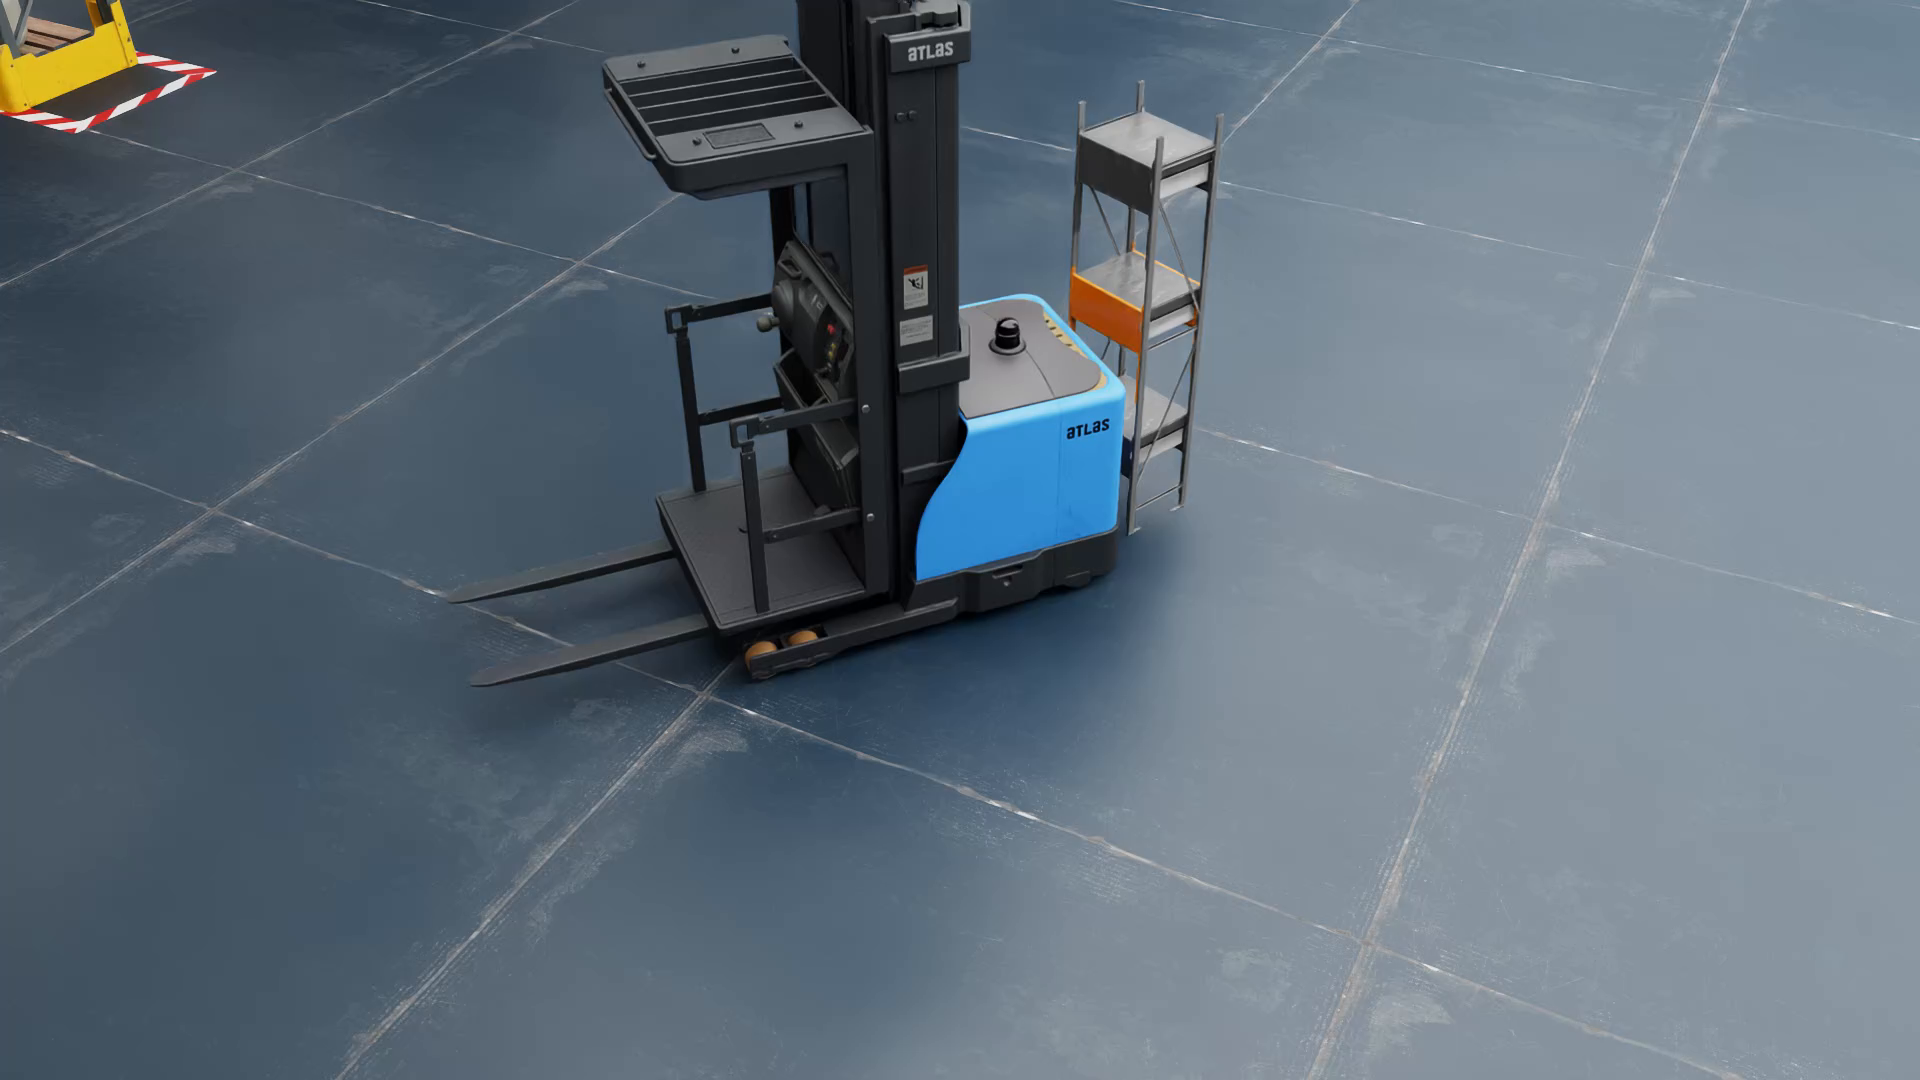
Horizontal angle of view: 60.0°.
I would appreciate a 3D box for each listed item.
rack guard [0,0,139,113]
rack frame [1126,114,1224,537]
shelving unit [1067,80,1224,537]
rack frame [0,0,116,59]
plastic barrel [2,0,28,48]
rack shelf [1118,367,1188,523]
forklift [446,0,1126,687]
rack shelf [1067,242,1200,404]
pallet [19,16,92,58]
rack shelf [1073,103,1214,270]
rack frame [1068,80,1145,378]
[{"bbox_3d":[-6.950,-3.747,12.773,0.348,0.500,1.175,17,41,21],"label":"rack guard"},{"bbox_3d":[0.987,-0.934,7.744,0.400,2.100,0.015,-27,45,-30],"label":"rack frame"},{"bbox_3d":[0.832,-1.048,7.893,0.431,2.100,0.503,-27,45,-30],"label":"shelving unit"},{"bbox_3d":[-6.860,-4.747,12.023,0.127,3.000,1.000,17,41,21],"label":"rack frame"},{"bbox_3d":[-7.480,-4.065,12.835,0.421,0.512,0.421,0,37,0],"label":"plastic barrel"},{"bbox_3d":[0.832,-0.479,8.325,0.431,0.518,0.480,-27,45,-30],"label":"rack shelf"},{"bbox_3d":[-0.812,-0.911,7.026,3.031,2.935,1.130,-14,40,-18],"label":"forklift"},{"bbox_3d":[0.832,-1.037,7.902,0.431,0.518,0.480,-27,45,-30],"label":"rack shelf"},{"bbox_3d":[-7.668,-3.861,13.162,1.213,0.211,1.003,17,41,21],"label":"pallet"},{"bbox_3d":[0.832,-1.594,7.478,0.431,0.518,0.480,-27,45,-30],"label":"rack shelf"},{"bbox_3d":[0.676,-1.161,8.043,0.400,2.100,0.015,-27,45,-30],"label":"rack frame"}]
